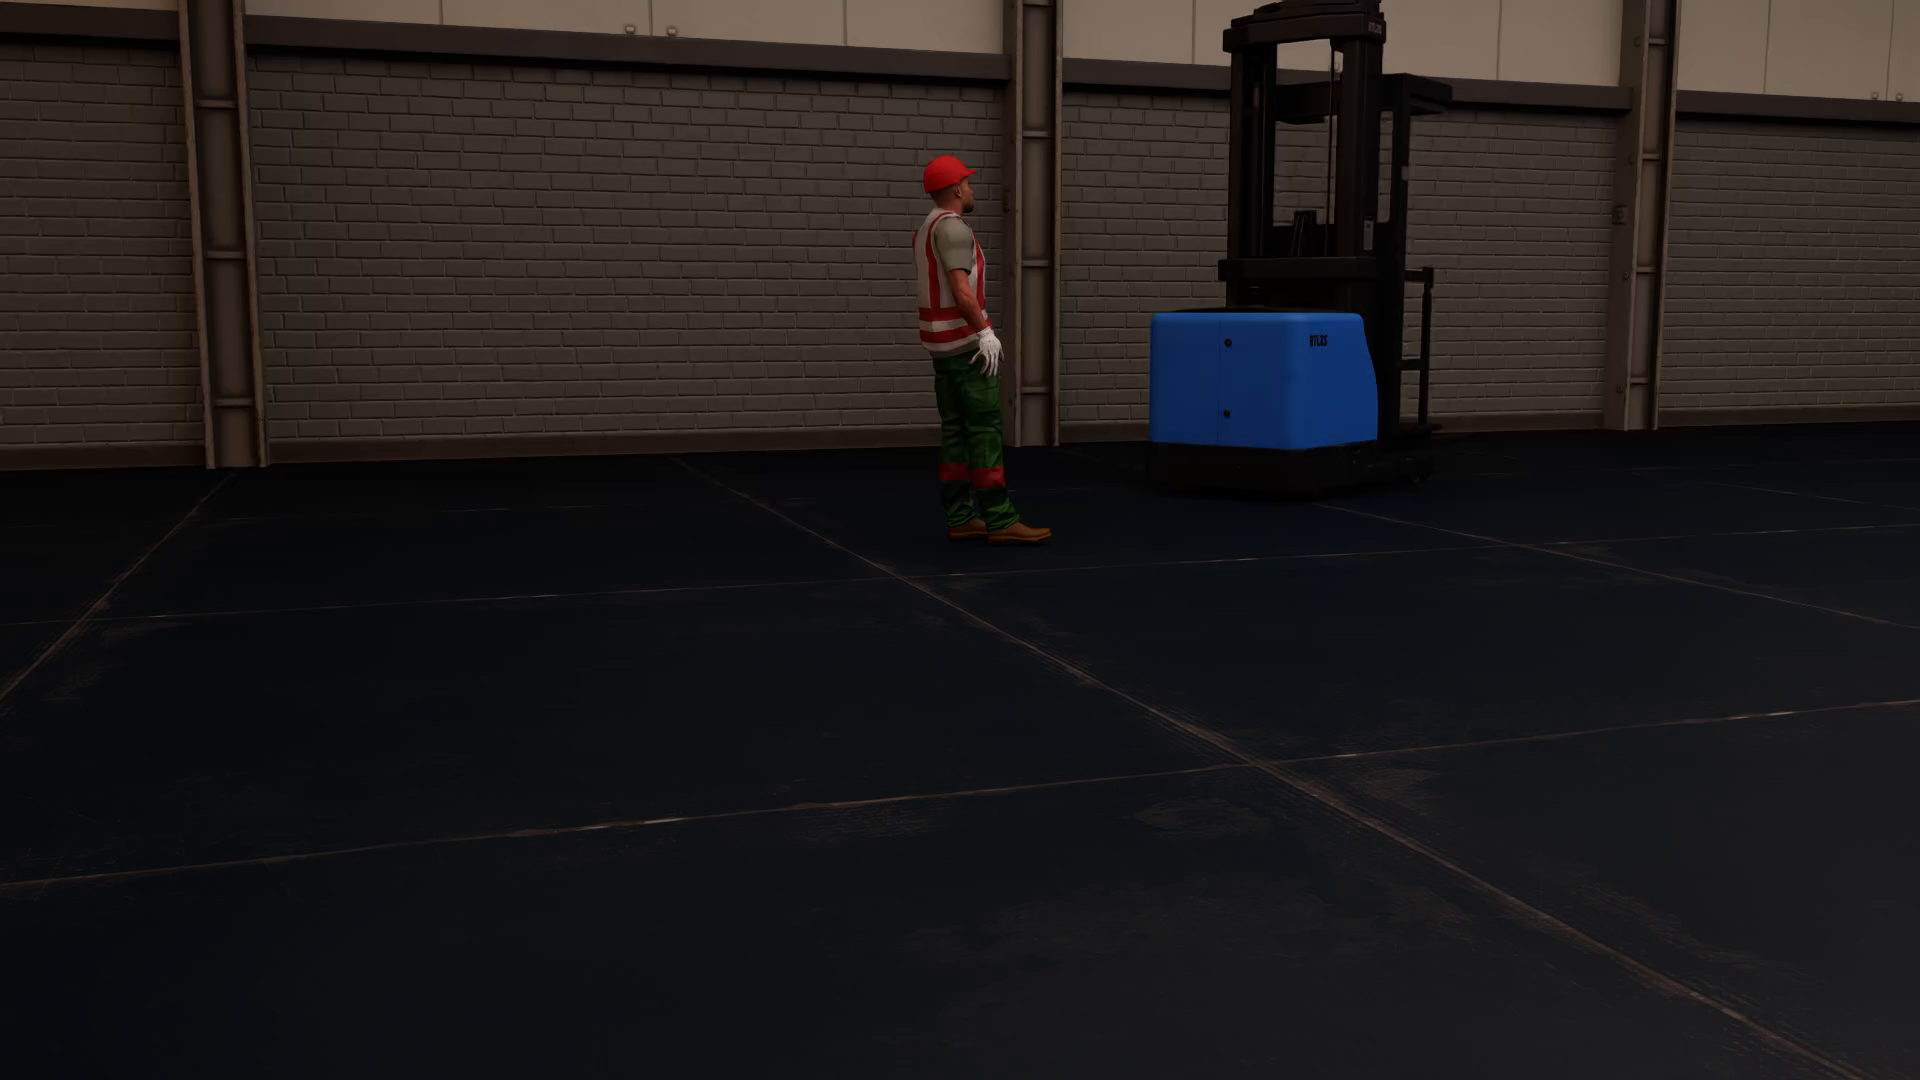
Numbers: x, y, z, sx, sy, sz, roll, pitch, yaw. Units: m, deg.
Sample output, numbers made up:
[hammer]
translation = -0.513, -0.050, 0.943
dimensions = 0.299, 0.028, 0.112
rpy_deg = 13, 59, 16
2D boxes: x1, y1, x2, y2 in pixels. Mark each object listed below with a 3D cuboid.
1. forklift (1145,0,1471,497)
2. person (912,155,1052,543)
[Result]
[forklift]
translation = 2.421, -1.848, 10.636
dimensions = 1.130, 2.935, 3.031
rpy_deg = 6, 10, 38
[person]
translation = 0.081, -0.896, 7.816
dimensions = 0.562, 1.790, 0.637
rpy_deg = -3, 8, -18
